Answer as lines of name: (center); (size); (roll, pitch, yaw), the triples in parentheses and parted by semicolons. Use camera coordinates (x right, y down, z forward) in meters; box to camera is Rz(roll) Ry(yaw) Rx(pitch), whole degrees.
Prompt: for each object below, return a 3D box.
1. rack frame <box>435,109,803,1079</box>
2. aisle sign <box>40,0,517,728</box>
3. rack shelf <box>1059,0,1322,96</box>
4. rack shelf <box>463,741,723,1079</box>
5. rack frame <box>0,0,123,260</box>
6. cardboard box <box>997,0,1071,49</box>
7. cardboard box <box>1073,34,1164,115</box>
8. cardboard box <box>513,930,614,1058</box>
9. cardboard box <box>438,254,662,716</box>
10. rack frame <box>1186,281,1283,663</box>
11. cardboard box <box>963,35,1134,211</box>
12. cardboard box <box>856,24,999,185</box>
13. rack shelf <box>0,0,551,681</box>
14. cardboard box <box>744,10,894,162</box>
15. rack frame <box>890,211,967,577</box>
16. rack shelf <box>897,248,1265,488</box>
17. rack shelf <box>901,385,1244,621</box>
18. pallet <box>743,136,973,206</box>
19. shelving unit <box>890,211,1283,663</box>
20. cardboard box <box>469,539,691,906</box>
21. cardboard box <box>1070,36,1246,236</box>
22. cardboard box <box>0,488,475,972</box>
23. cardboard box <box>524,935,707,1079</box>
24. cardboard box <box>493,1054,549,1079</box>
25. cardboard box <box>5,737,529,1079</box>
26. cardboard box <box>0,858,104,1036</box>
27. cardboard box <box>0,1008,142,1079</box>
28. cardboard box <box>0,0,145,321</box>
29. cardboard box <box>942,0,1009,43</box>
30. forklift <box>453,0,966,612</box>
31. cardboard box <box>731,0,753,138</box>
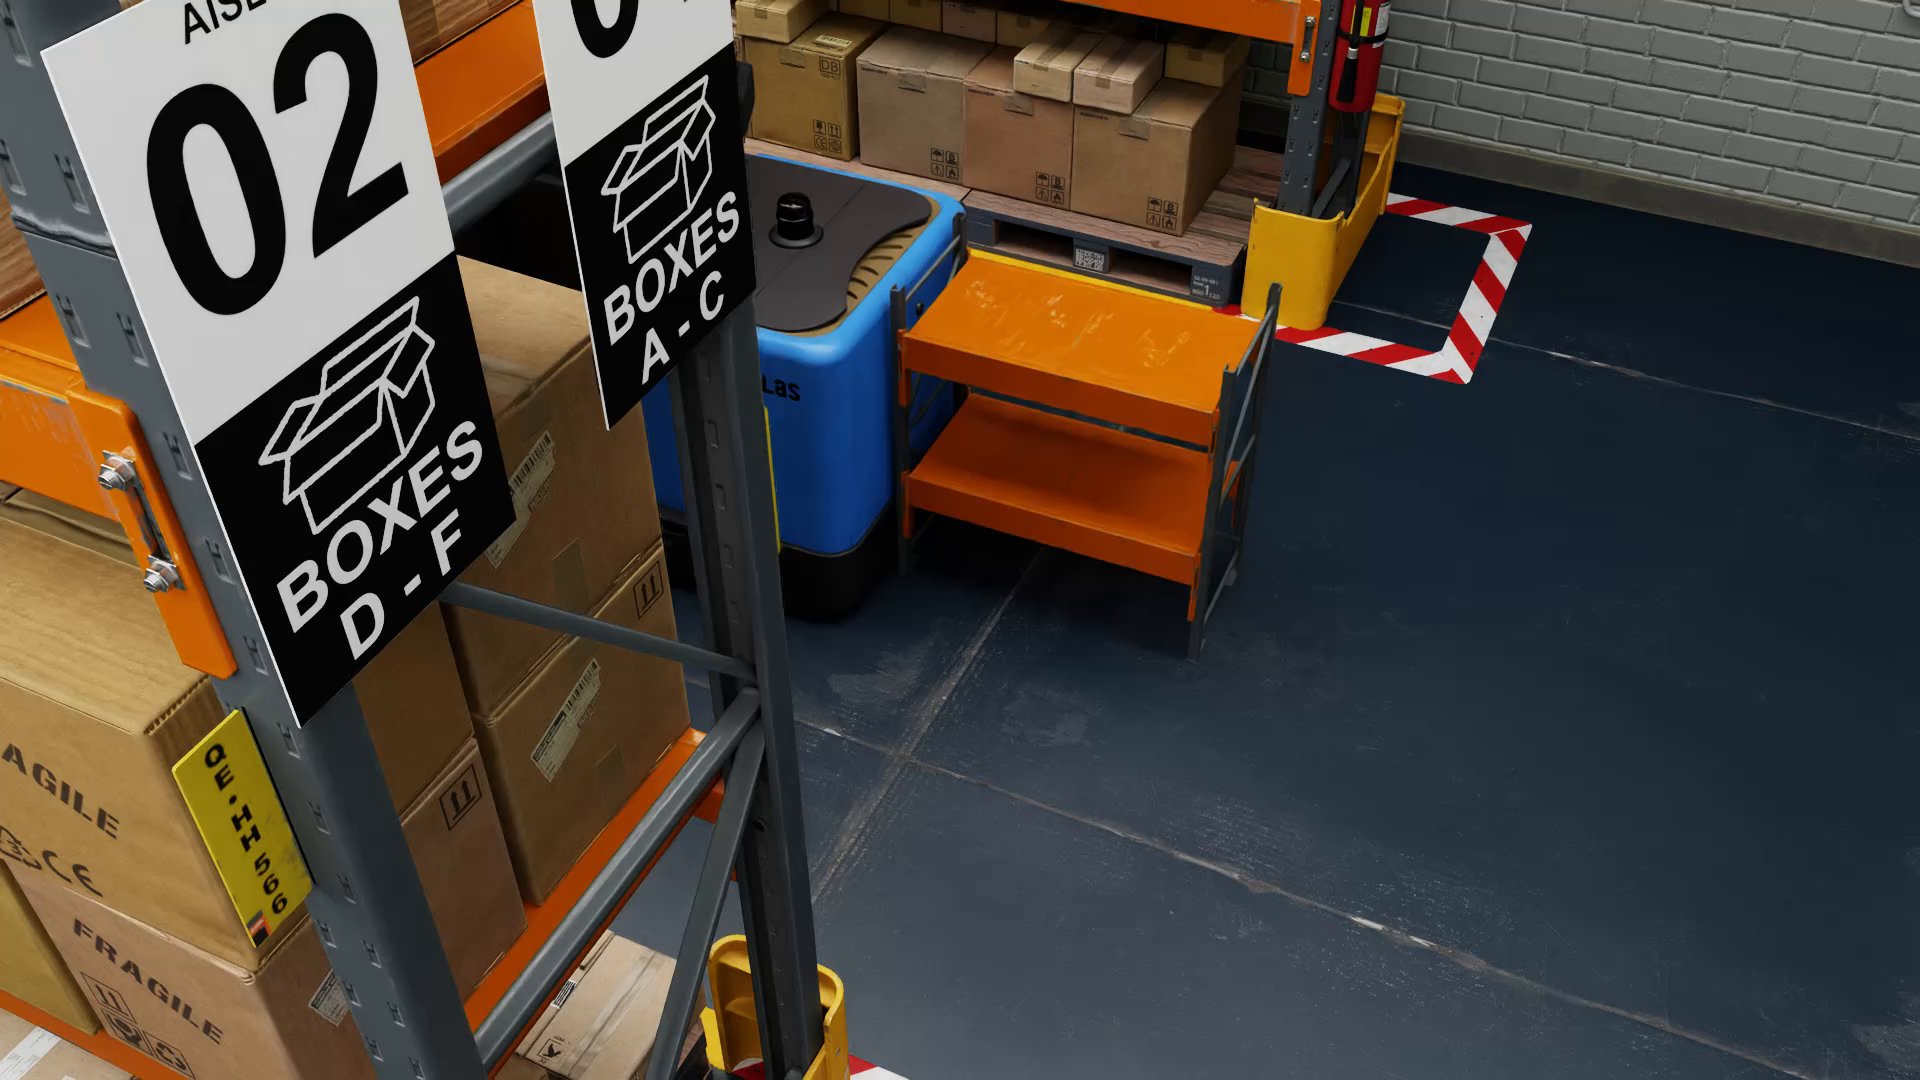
rack frame: (-0.577, 0.573, 2.799); (0.053, 2.616, 0.949); (17, 44, 19)
aisle sign: (-0.646, -0.207, 1.713); (0.004, 0.787, 0.394); (17, 44, 19)
rack shelf: (-0.300, -2.648, 7.064); (4.000, 0.370, 1.077); (17, 44, 19)
rack shelf: (-2.391, 0.219, 3.607); (3.809, 0.124, 0.919); (17, 44, 19)
rack frame: (-0.578, -1.692, 0.832); (0.127, 3.000, 1.000); (17, 44, 19)
cardboard box: (0.348, -2.253, 7.152); (0.250, 0.149, 0.380); (17, 44, 19)
cardboard box: (0.643, -1.887, 6.730); (0.250, 0.149, 0.380); (16, 44, 18)
cardboard box: (-1.039, 1.090, 4.029); (0.250, 0.166, 0.380); (17, 44, 19)
cardboard box: (-0.869, -0.120, 2.759); (0.500, 0.500, 0.500); (18, 44, 20)
rack frame: (0.838, -0.186, 5.106); (0.032, 1.125, 0.500); (16, 43, 18)
cardboard box: (0.382, -1.853, 7.186); (0.500, 0.500, 0.700); (17, 44, 19)
cardboard box: (-0.074, -1.992, 7.346); (0.500, 0.500, 0.700); (16, 43, 17)
rack shelf: (-2.391, -0.840, 2.689); (4.000, 0.370, 1.077); (17, 44, 19)
cardboard box: (-0.560, -2.136, 7.512); (0.500, 0.500, 0.700); (18, 44, 20)
rack frame: (-0.092, -0.455, 5.416); (0.032, 1.125, 0.500); (16, 43, 18)
rack shelf: (0.373, -0.542, 5.069); (1.000, 0.278, 0.538); (16, 43, 18)
rack shelf: (0.373, -0.136, 5.421); (1.000, 0.278, 0.538); (16, 43, 18)
pallet: (-0.347, -1.826, 7.696); (1.213, 0.211, 1.003); (17, 44, 19)
shelving unit: (0.373, -0.321, 5.261); (1.048, 1.125, 0.538); (16, 43, 18)
cardboard box: (-0.869, 0.258, 3.086); (0.500, 0.500, 0.500); (18, 44, 20)
cardboard box: (0.836, -1.715, 7.026); (0.500, 0.500, 0.700); (17, 44, 19)
cardboard box: (-1.098, 0.199, 2.390); (0.500, 0.500, 0.500); (17, 44, 18)
cardboard box: (-0.813, 1.166, 3.955); (0.250, 0.149, 0.380); (17, 44, 19)
cardboard box: (-1.175, 1.349, 3.476); (0.500, 0.500, 0.500); (17, 44, 19)
cardboard box: (-1.099, 0.575, 2.720); (0.500, 0.500, 0.500); (18, 44, 20)
cardboard box: (-1.571, 0.433, 2.884); (0.500, 0.500, 0.500); (17, 44, 19)
cardboard box: (-2.024, 1.163, 3.882); (0.500, 0.250, 0.500); (17, 44, 19)
cardboard box: (-1.155, -0.488, 1.847); (0.500, 0.250, 0.500); (17, 44, 19)
cardboard box: (0.117, -2.324, 7.233); (0.250, 0.149, 0.380); (18, 44, 19)
forklift: (-1.528, -1.513, 5.257); (3.031, 2.935, 1.130); (16, 43, 18)
cardboard box: (-1.024, -2.279, 7.677); (0.500, 0.500, 0.700); (17, 44, 18)
